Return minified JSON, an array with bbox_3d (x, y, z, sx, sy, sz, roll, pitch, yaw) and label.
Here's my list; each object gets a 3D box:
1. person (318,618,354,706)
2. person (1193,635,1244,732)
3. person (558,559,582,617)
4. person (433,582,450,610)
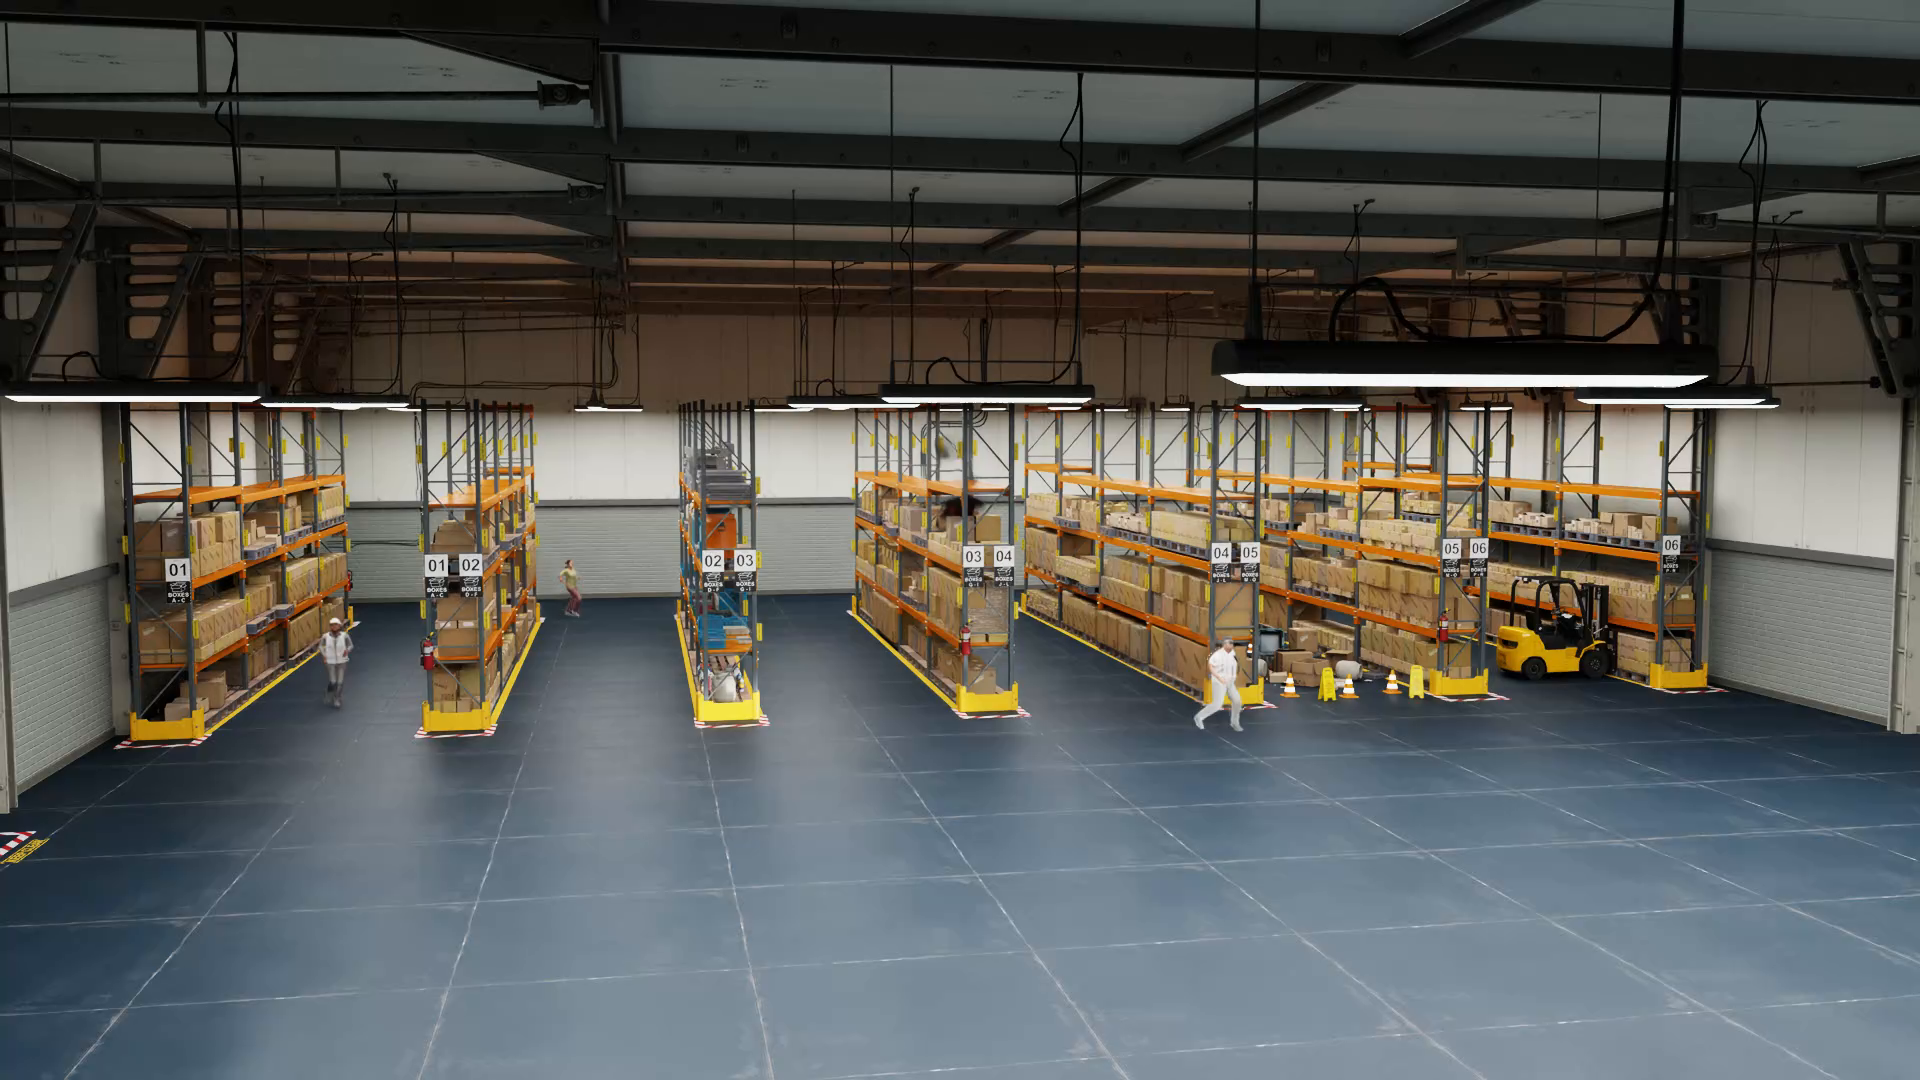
[{"bbox_3d":[-12.207,2.395,32.575,0.647,1.741,0.584,-2,5,-24],"label":"person"},{"bbox_3d":[4.735,2.607,30.118,0.736,1.788,0.897,4,6,44],"label":"person"},{"bbox_3d":[-10.992,1.370,46.980,0.648,1.659,0.588,1,5,17],"label":"person"},{"bbox_3d":[-13.257,1.658,42.758,0.645,1.709,0.882,-1,4,-12],"label":"person"}]
